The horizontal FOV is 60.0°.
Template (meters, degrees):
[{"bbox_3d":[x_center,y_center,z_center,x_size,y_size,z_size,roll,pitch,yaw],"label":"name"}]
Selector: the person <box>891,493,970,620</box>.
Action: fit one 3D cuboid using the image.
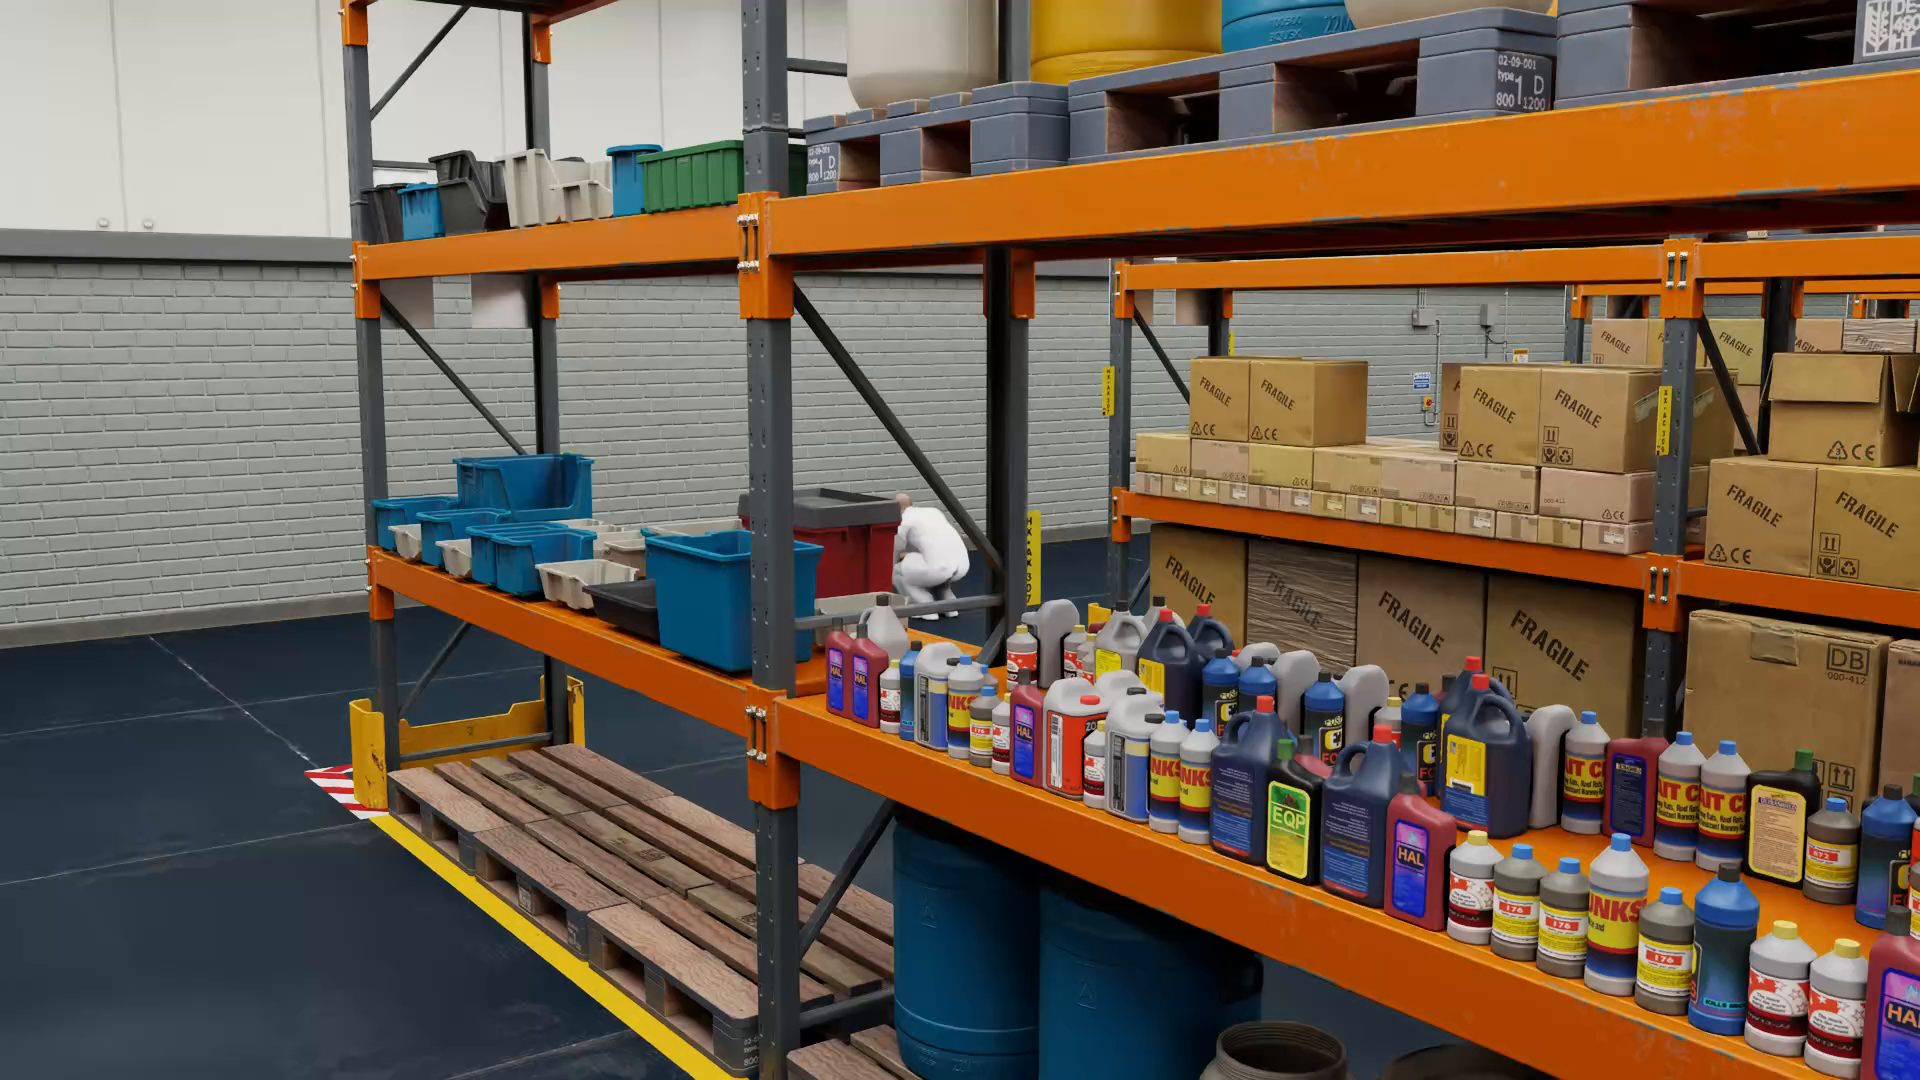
[{"bbox_3d":[-0.301,0.128,13.843,0.580,1.004,0.915,-6,10,-37],"label":"person"}]
